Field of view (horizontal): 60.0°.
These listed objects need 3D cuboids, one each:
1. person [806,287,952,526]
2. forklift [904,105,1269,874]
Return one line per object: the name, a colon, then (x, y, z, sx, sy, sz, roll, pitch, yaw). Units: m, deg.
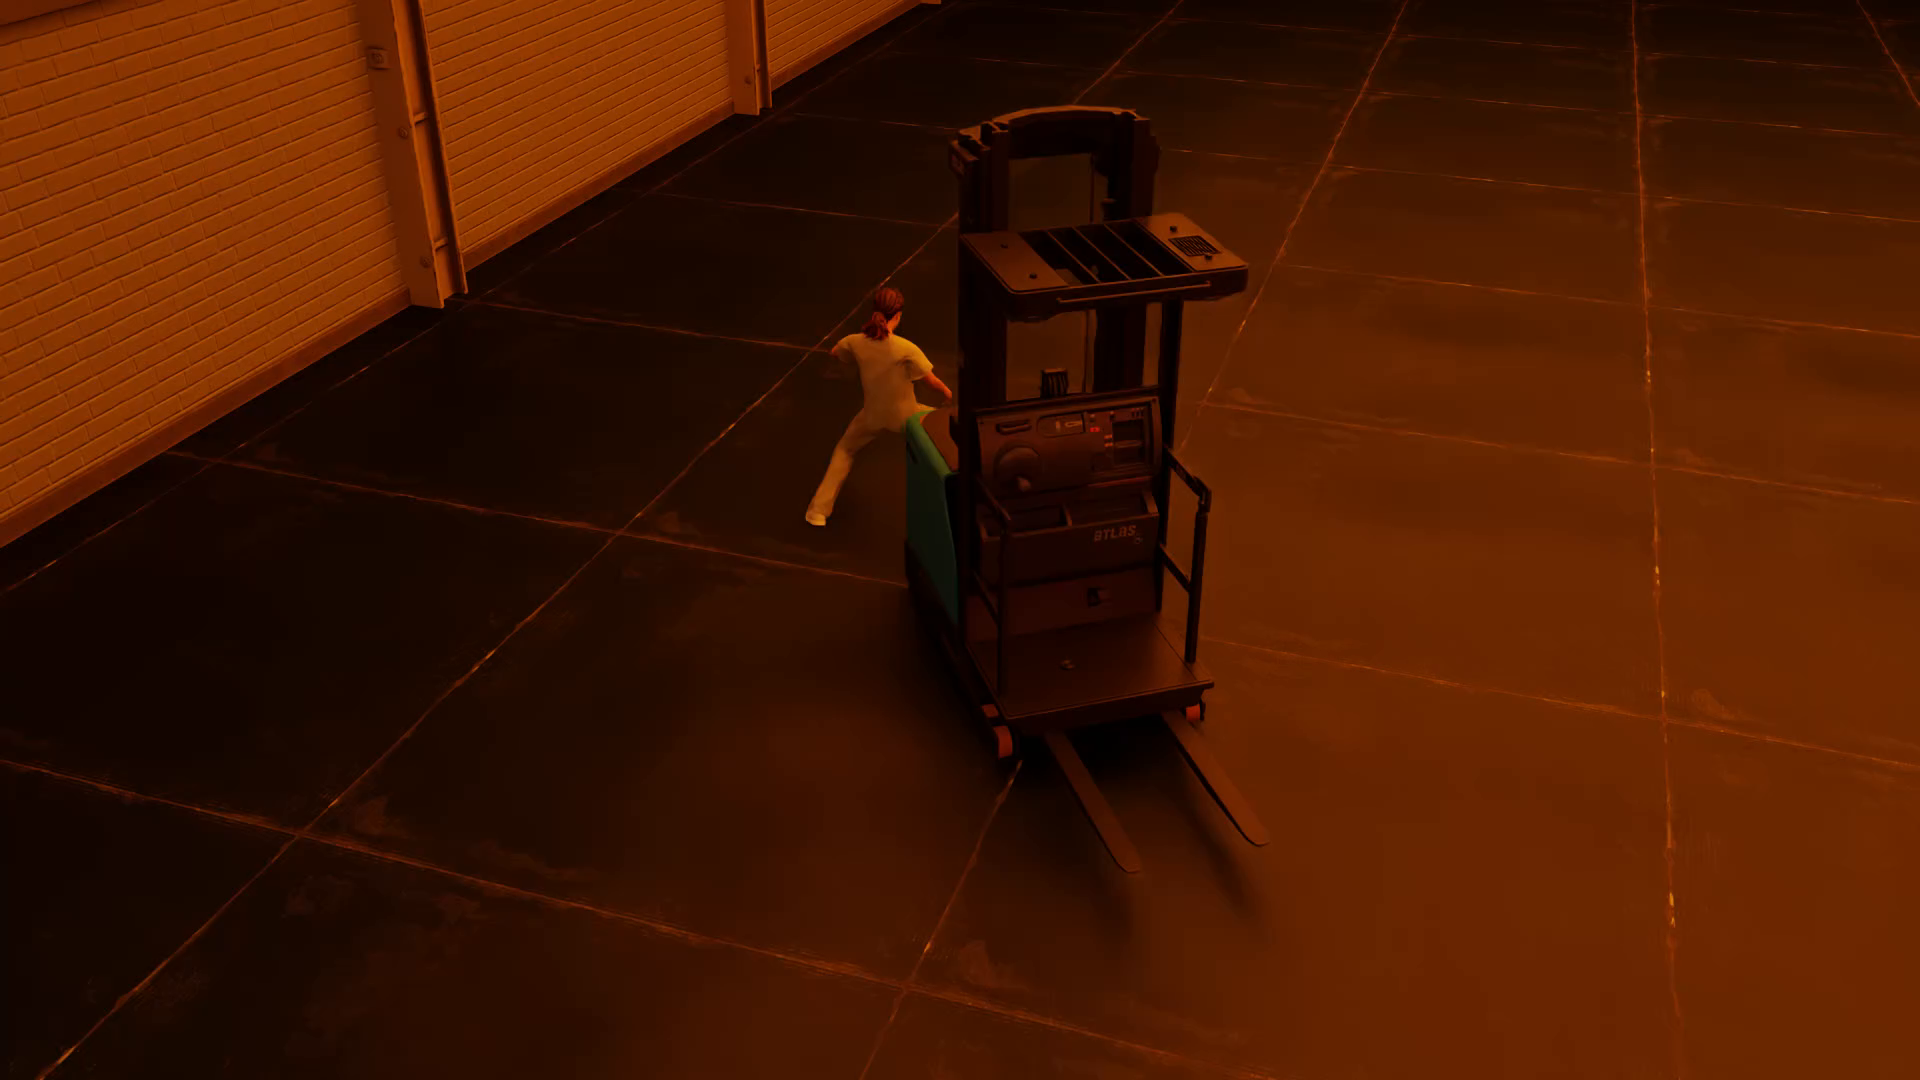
person: (-0.401, -0.838, 10.091, 0.977, 1.521, 0.964, 12, 32, 20)
forklift: (0.599, -0.415, 7.865, 1.130, 2.935, 3.031, -9, 31, -15)
